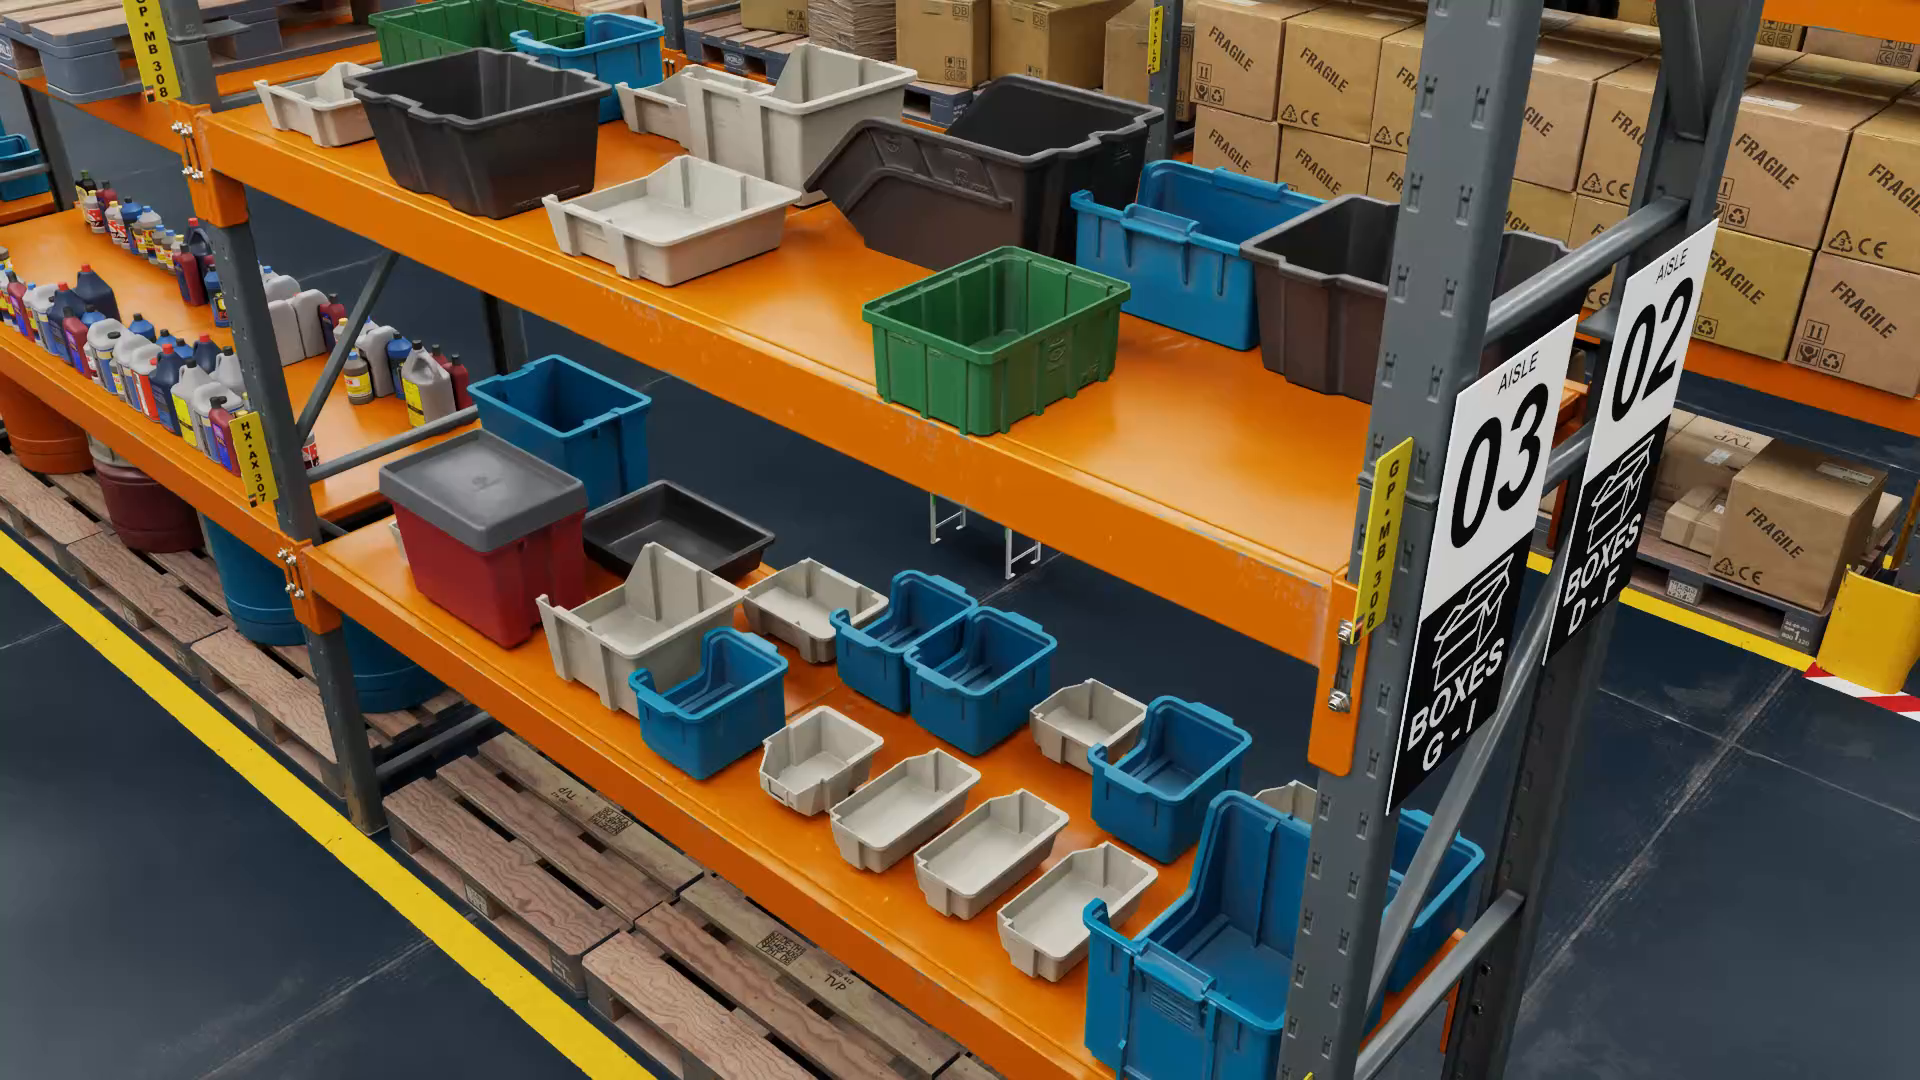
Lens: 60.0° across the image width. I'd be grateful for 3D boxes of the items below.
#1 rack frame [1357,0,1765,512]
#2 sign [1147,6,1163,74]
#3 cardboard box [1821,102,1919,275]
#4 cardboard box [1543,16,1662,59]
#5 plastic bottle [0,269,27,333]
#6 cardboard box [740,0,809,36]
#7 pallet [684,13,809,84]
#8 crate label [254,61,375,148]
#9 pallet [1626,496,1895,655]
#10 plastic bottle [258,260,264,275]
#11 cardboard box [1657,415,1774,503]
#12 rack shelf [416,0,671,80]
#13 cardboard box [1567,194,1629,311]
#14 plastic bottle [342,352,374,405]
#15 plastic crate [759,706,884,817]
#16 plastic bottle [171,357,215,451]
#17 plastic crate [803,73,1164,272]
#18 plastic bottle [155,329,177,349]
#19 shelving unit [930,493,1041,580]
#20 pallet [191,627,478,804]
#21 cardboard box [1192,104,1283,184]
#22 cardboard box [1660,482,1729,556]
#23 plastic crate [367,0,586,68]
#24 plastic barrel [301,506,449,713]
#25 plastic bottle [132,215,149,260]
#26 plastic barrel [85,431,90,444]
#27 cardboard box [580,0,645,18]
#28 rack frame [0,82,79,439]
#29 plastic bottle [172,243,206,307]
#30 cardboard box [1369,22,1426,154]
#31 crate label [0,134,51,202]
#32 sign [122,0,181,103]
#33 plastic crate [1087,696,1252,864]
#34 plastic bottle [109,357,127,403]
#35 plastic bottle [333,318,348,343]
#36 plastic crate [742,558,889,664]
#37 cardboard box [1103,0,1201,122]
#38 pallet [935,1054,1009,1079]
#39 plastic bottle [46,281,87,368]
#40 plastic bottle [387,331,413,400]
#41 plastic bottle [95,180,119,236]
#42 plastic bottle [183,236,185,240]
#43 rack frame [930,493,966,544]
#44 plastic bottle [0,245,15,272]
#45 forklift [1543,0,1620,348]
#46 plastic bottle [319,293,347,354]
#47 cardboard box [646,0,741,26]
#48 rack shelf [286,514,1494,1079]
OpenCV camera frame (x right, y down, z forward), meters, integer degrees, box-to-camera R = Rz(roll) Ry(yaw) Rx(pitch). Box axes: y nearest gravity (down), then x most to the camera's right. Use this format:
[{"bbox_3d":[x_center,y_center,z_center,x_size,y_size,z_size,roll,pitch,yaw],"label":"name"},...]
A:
[{"bbox_3d":[0.997,-1.541,2.085,0.127,3.000,1.000,25,39,35],"label":"rack frame"},{"bbox_3d":[0.988,-2.531,8.423,0.005,0.325,0.100,25,39,35],"label":"sign"},{"bbox_3d":[3.809,-1.384,6.574,0.500,0.500,0.500,25,39,35],"label":"cardboard box"},{"bbox_3d":[3.034,-2.118,7.793,0.500,0.500,0.500,25,39,35],"label":"cardboard box"},{"bbox_3d":[-4.078,-1.041,7.195,0.097,0.271,0.097,0,31,0],"label":"plastic bottle"},{"bbox_3d":[-1.065,-3.680,10.951,0.500,0.500,0.700,12,33,19],"label":"cardboard box"},{"bbox_3d":[-1.058,-3.342,11.080,1.003,0.211,1.213,25,39,35],"label":"pallet"},{"bbox_3d":[-1.800,-1.247,4.761,0.466,0.136,0.293,25,39,35],"label":"crate label"},{"bbox_3d":[3.676,0.029,7.997,1.213,0.211,1.003,25,39,35],"label":"pallet"},{"bbox_3d":[-3.054,-1.091,7.279,0.097,0.271,0.097,0,31,0],"label":"plastic bottle"},{"bbox_3d":[3.740,-0.344,8.152,0.500,0.250,0.500,25,39,35],"label":"cardboard box"},{"bbox_3d":[-3.091,-4.016,12.711,4.000,0.370,1.077,25,39,35],"label":"rack shelf"},{"bbox_3d":[3.056,-1.310,7.421,0.500,0.500,0.500,25,39,35],"label":"cardboard box"},{"bbox_3d":[-2.397,-0.648,6.611,0.097,0.201,0.097,0,31,0],"label":"plastic bottle"},{"bbox_3d":[-0.389,0.615,4.517,0.250,0.136,0.298,25,39,35],"label":"plastic crate"},{"bbox_3d":[-2.870,-0.527,6.265,0.185,0.351,0.144,25,39,35],"label":"plastic bottle"},{"bbox_3d":[0.049,-0.863,3.927,0.767,0.338,0.504,25,39,35],"label":"plastic crate"},{"bbox_3d":[-3.152,-0.715,6.653,0.097,0.271,0.097,0,31,0],"label":"plastic bottle"},{"bbox_3d":[0.123,-0.457,7.845,0.503,1.200,0.258,25,39,35],"label":"shelving unit"},{"bbox_3d":[-2.513,0.557,7.121,1.213,0.211,1.003,25,39,35],"label":"pallet"},{"bbox_3d":[1.553,-2.010,8.584,0.500,0.500,0.500,26,40,36],"label":"cardboard box"},{"bbox_3d":[3.515,-0.107,7.840,0.250,0.166,0.380,25,39,35],"label":"cardboard box"},{"bbox_3d":[-1.452,-1.518,5.161,0.662,0.188,0.450,25,39,35],"label":"plastic crate"},{"bbox_3d":[-2.361,0.169,6.688,0.708,0.901,0.600,25,39,35],"label":"plastic barrel"},{"bbox_3d":[-3.887,-1.450,7.942,0.097,0.201,0.097,0,31,0],"label":"plastic bottle"},{"bbox_3d":[-4.082,-0.530,8.226,0.421,0.512,0.421,0,31,0],"label":"plastic barrel"},{"bbox_3d":[-2.460,-3.730,11.782,0.250,0.149,0.380,25,39,35],"label":"cardboard box"},{"bbox_3d":[-4.934,-1.740,8.231,0.127,3.000,1.000,25,39,35],"label":"rack frame"},{"bbox_3d":[-3.460,-1.198,7.445,0.133,0.283,0.061,25,39,35],"label":"plastic bottle"},{"bbox_3d":[2.282,-2.092,7.750,0.500,0.500,0.500,24,38,34],"label":"cardboard box"},{"bbox_3d":[-4.995,-1.957,8.755,0.416,0.233,0.303,25,39,35],"label":"crate label"},{"bbox_3d":[-2.339,-1.434,4.807,0.005,0.325,0.100,25,39,35],"label":"sign"},{"bbox_3d":[0.547,0.636,4.389,0.300,0.233,0.416,25,39,35],"label":"plastic crate"},{"bbox_3d":[-3.327,-0.660,6.631,0.097,0.201,0.097,0,31,0],"label":"plastic bottle"},{"bbox_3d":[-2.539,-0.821,6.897,0.097,0.201,0.097,0,31,0],"label":"plastic bottle"},{"bbox_3d":[-0.476,0.220,5.174,0.466,0.136,0.293,25,39,35],"label":"plastic crate"},{"bbox_3d":[1.157,-2.720,9.356,0.500,0.500,0.700,12,33,19],"label":"cardboard box"},{"bbox_3d":[0.412,1.924,4.850,1.213,0.211,1.003,25,39,35],"label":"pallet"},{"bbox_3d":[-3.686,-0.908,6.898,0.185,0.351,0.144,25,39,35],"label":"plastic bottle"},{"bbox_3d":[-2.223,-0.703,6.634,0.097,0.271,0.097,0,31,0],"label":"plastic bottle"},{"bbox_3d":[-4.177,-1.633,8.167,0.133,0.283,0.061,25,39,35],"label":"plastic bottle"},{"bbox_3d":[-3.501,-1.317,7.643,0.133,0.283,0.061,25,39,35],"label":"plastic bottle"},{"bbox_3d":[-0.058,-0.541,7.986,0.015,1.200,0.240,25,39,35],"label":"rack frame"},{"bbox_3d":[-4.417,-1.275,7.652,0.097,0.201,0.097,0,31,0],"label":"plastic bottle"},{"bbox_3d":[3.234,-3.063,10.496,3.031,2.935,1.130,26,40,36],"label":"forklift"},{"bbox_3d":[-2.613,-0.903,6.954,0.133,0.283,0.061,25,39,35],"label":"plastic bottle"},{"bbox_3d":[-1.848,-3.737,11.635,0.500,0.311,0.500,-27,40,-37],"label":"cardboard box"},{"bbox_3d":[-0.486,0.645,4.967,4.000,0.370,1.077,25,39,35],"label":"rack shelf"}]
